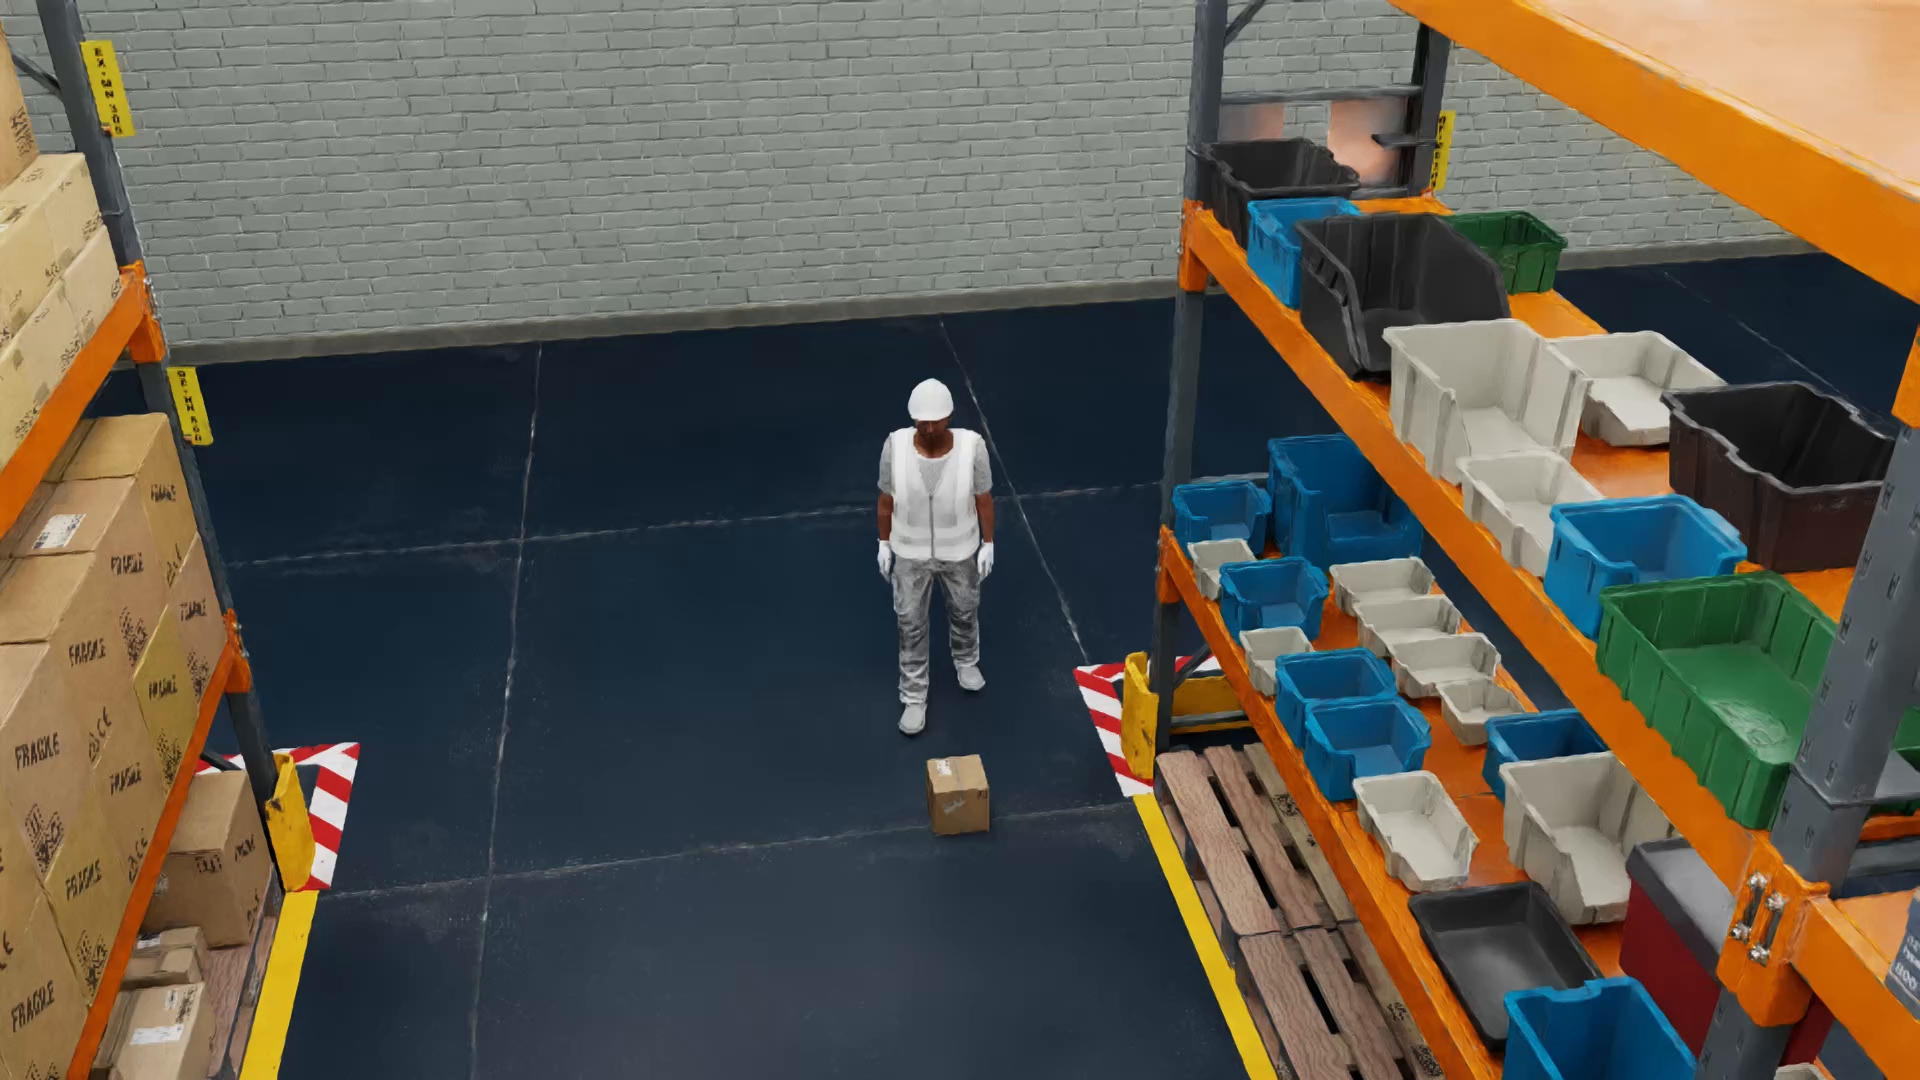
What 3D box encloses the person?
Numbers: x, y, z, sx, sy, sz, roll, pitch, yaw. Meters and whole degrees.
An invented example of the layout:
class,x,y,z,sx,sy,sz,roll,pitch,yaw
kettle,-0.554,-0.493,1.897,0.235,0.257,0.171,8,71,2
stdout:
class,x,y,z,sx,sy,sz,roll,pitch,yaw
person,-0.117,0.048,8.015,0.566,1.790,0.654,0,30,1
